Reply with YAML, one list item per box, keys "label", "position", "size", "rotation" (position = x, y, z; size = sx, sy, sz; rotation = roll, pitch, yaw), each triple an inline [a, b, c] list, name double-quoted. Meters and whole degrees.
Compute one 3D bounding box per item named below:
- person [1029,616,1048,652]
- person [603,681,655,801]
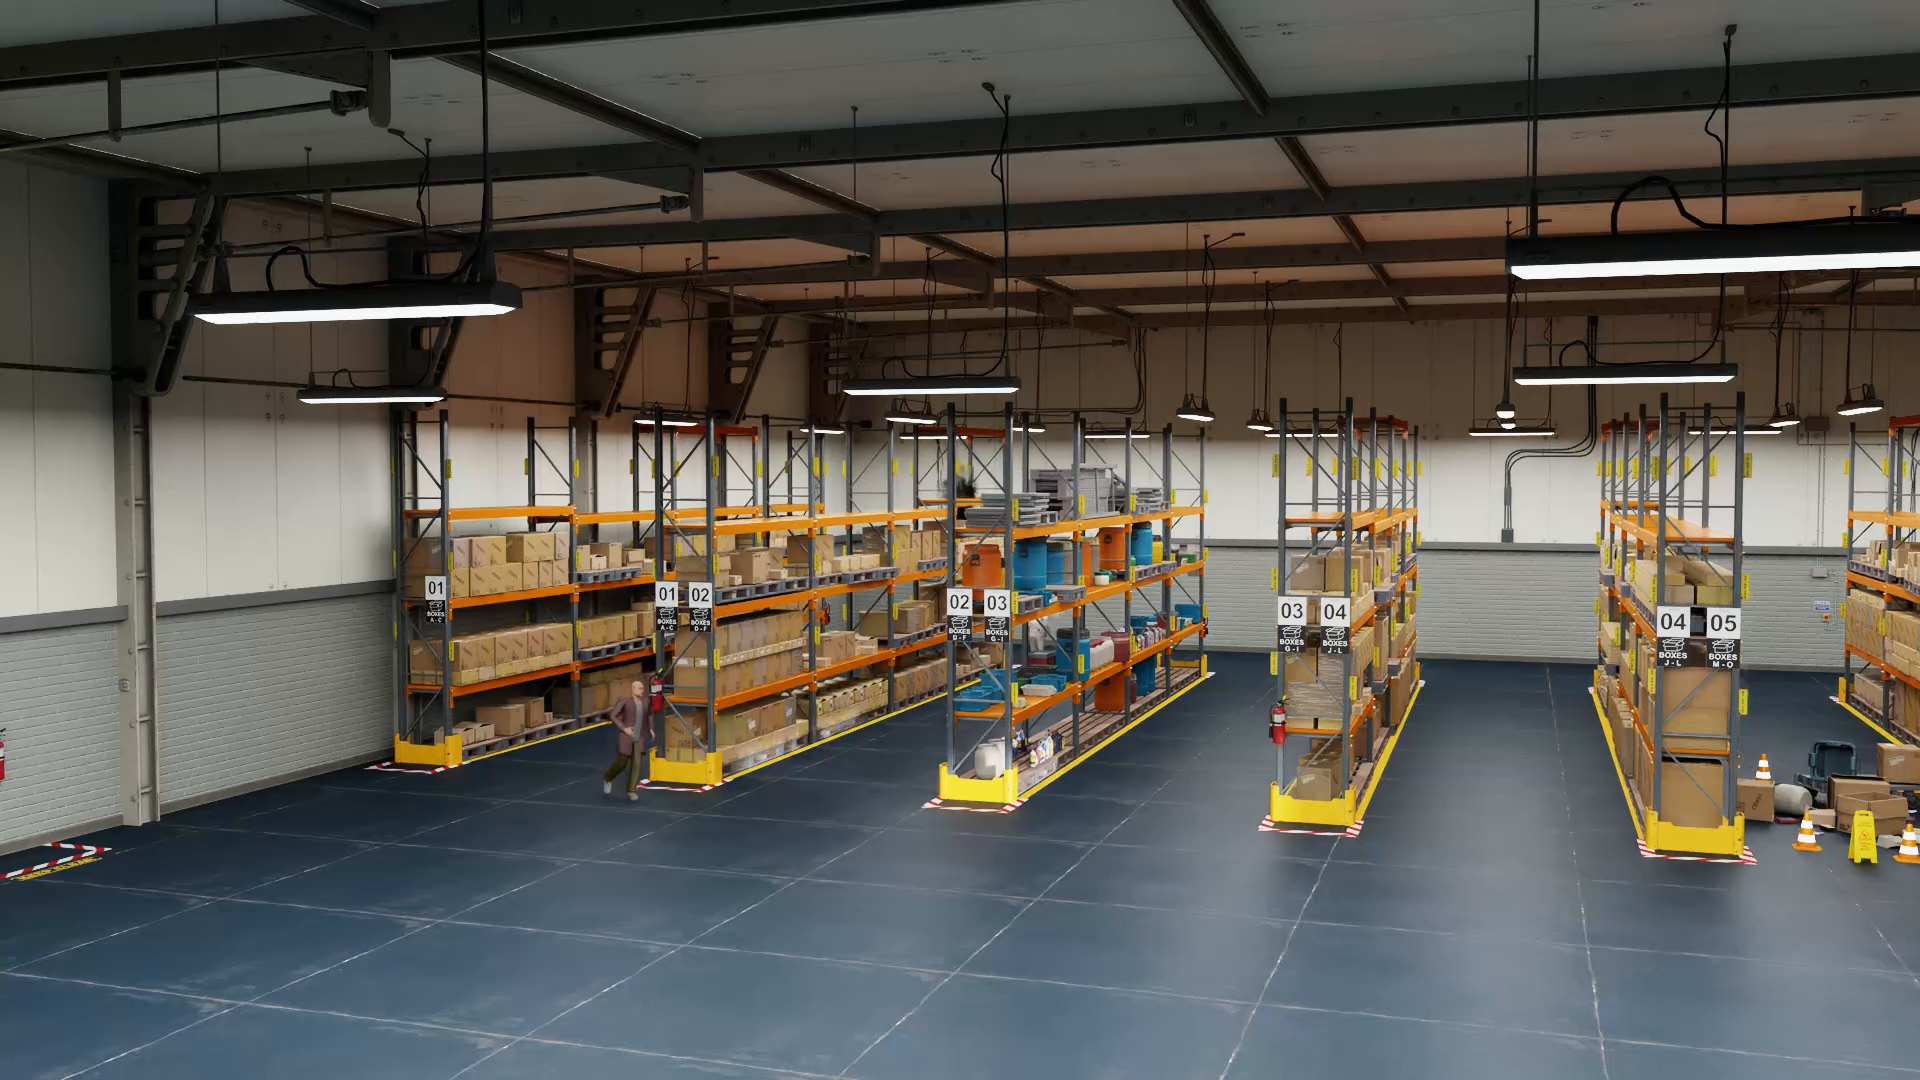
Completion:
- label: "person"
  position: [1.760, 2.268, 38.483]
  size: [0.552, 1.724, 0.646]
  rotation: [0, 2, 4]
- label: "person"
  position: [-4.977, 3.127, 25.385]
  size: [0.775, 1.557, 0.922]
  rotation: [-2, 3, -39]
